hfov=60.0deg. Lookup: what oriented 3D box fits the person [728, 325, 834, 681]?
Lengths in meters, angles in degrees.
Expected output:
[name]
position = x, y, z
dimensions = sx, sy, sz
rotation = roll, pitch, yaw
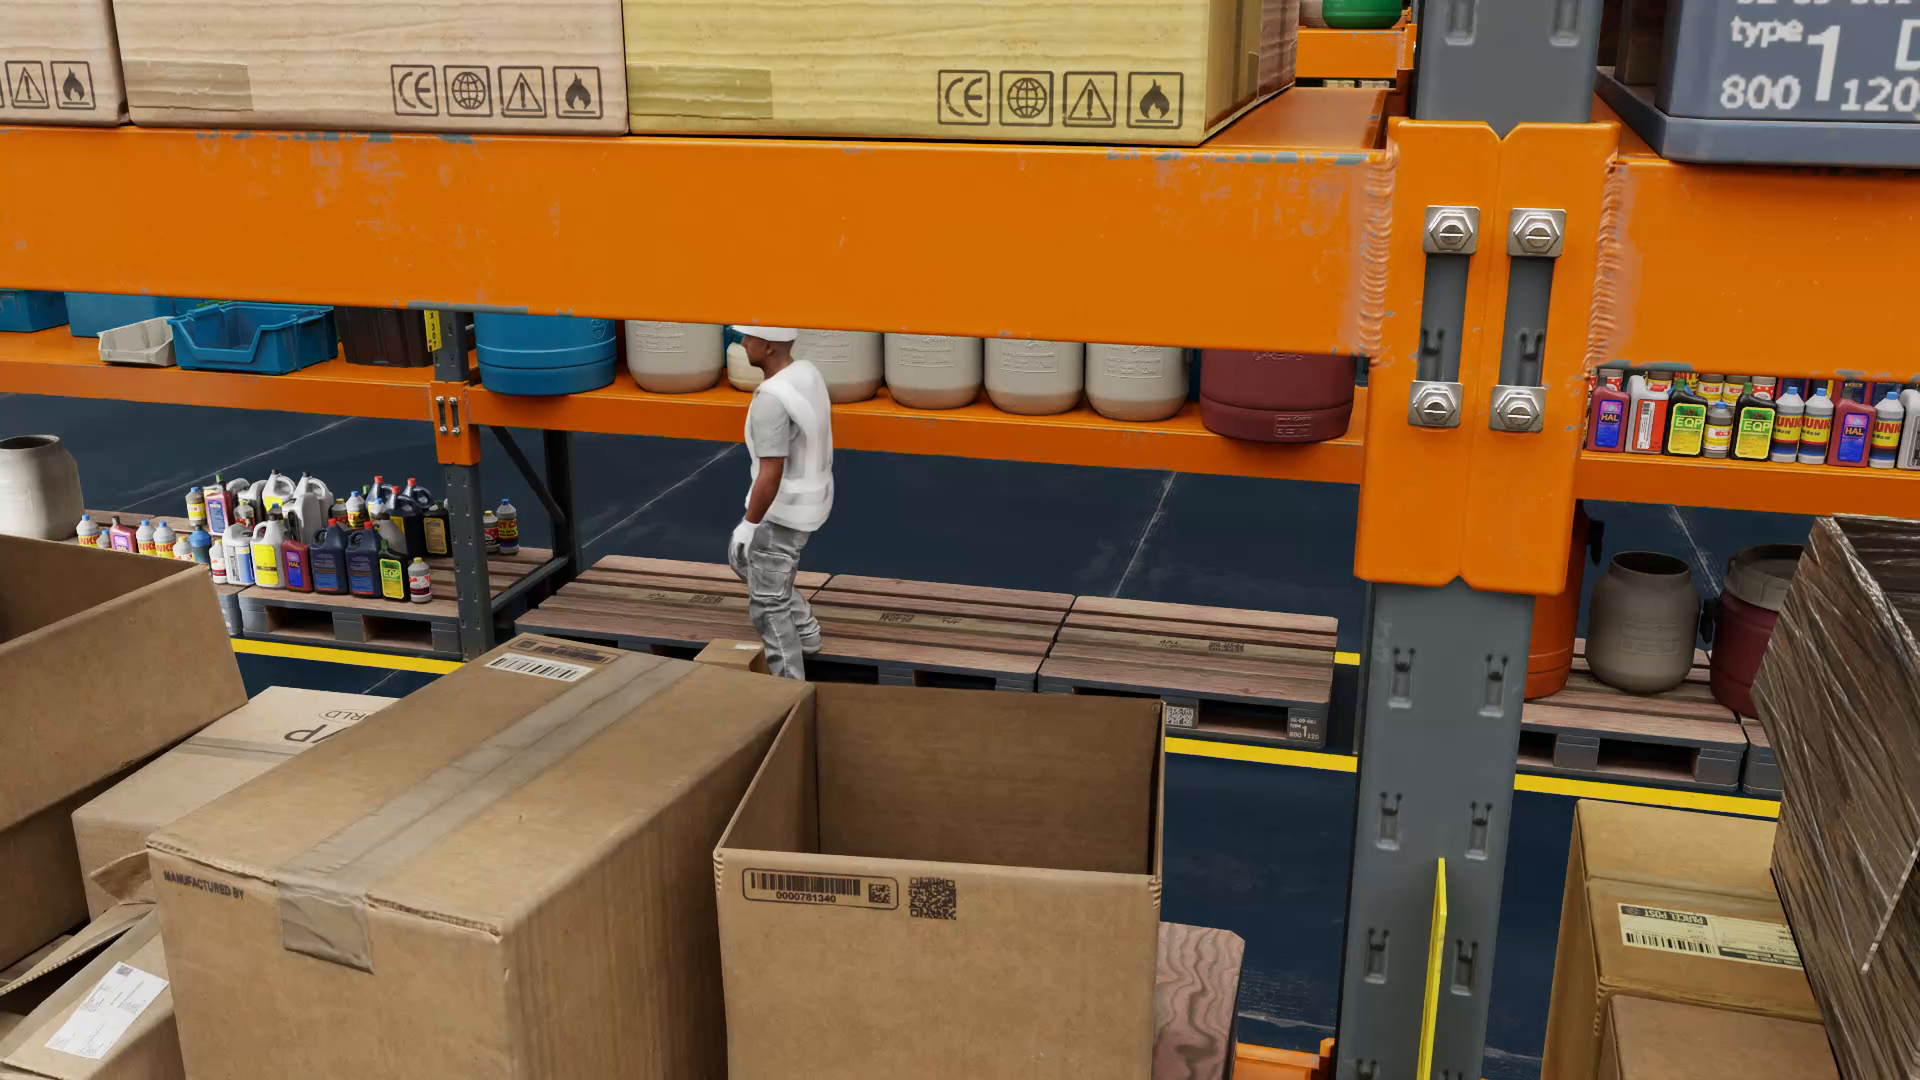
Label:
[person]
position = -0.786, -0.121, 6.892
dimensions = 0.520, 1.785, 0.629
rotation = 4, 18, 11
